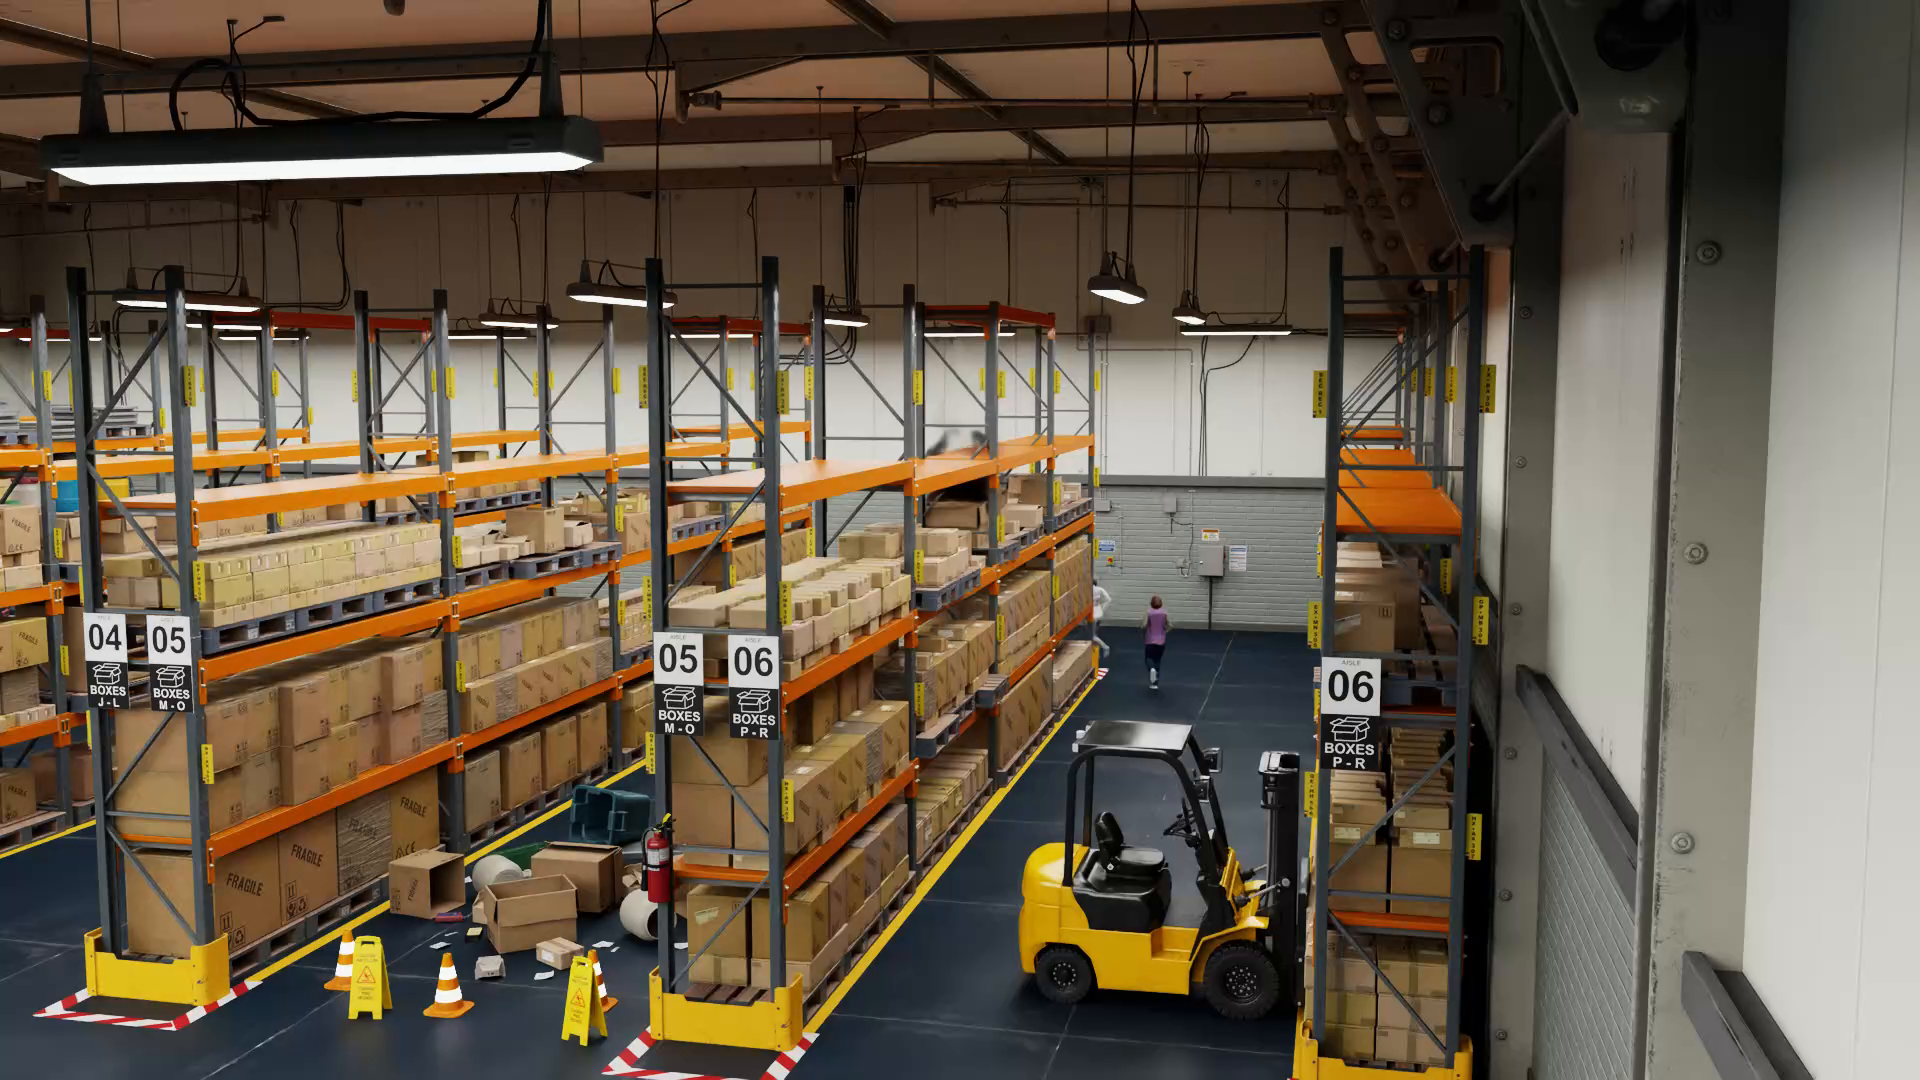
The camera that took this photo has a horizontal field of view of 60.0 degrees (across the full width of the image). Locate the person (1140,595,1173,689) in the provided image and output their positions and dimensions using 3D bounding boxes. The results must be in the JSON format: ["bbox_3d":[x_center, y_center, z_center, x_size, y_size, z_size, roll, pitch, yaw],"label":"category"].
[{"bbox_3d":[3.184,1.671,27.031,0.541,1.560,0.549,-1,6,-6],"label":"person"}]

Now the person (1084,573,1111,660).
[{"bbox_3d":[2.373,1.379,29.497,0.659,1.641,0.713,-4,7,-34],"label":"person"}]
